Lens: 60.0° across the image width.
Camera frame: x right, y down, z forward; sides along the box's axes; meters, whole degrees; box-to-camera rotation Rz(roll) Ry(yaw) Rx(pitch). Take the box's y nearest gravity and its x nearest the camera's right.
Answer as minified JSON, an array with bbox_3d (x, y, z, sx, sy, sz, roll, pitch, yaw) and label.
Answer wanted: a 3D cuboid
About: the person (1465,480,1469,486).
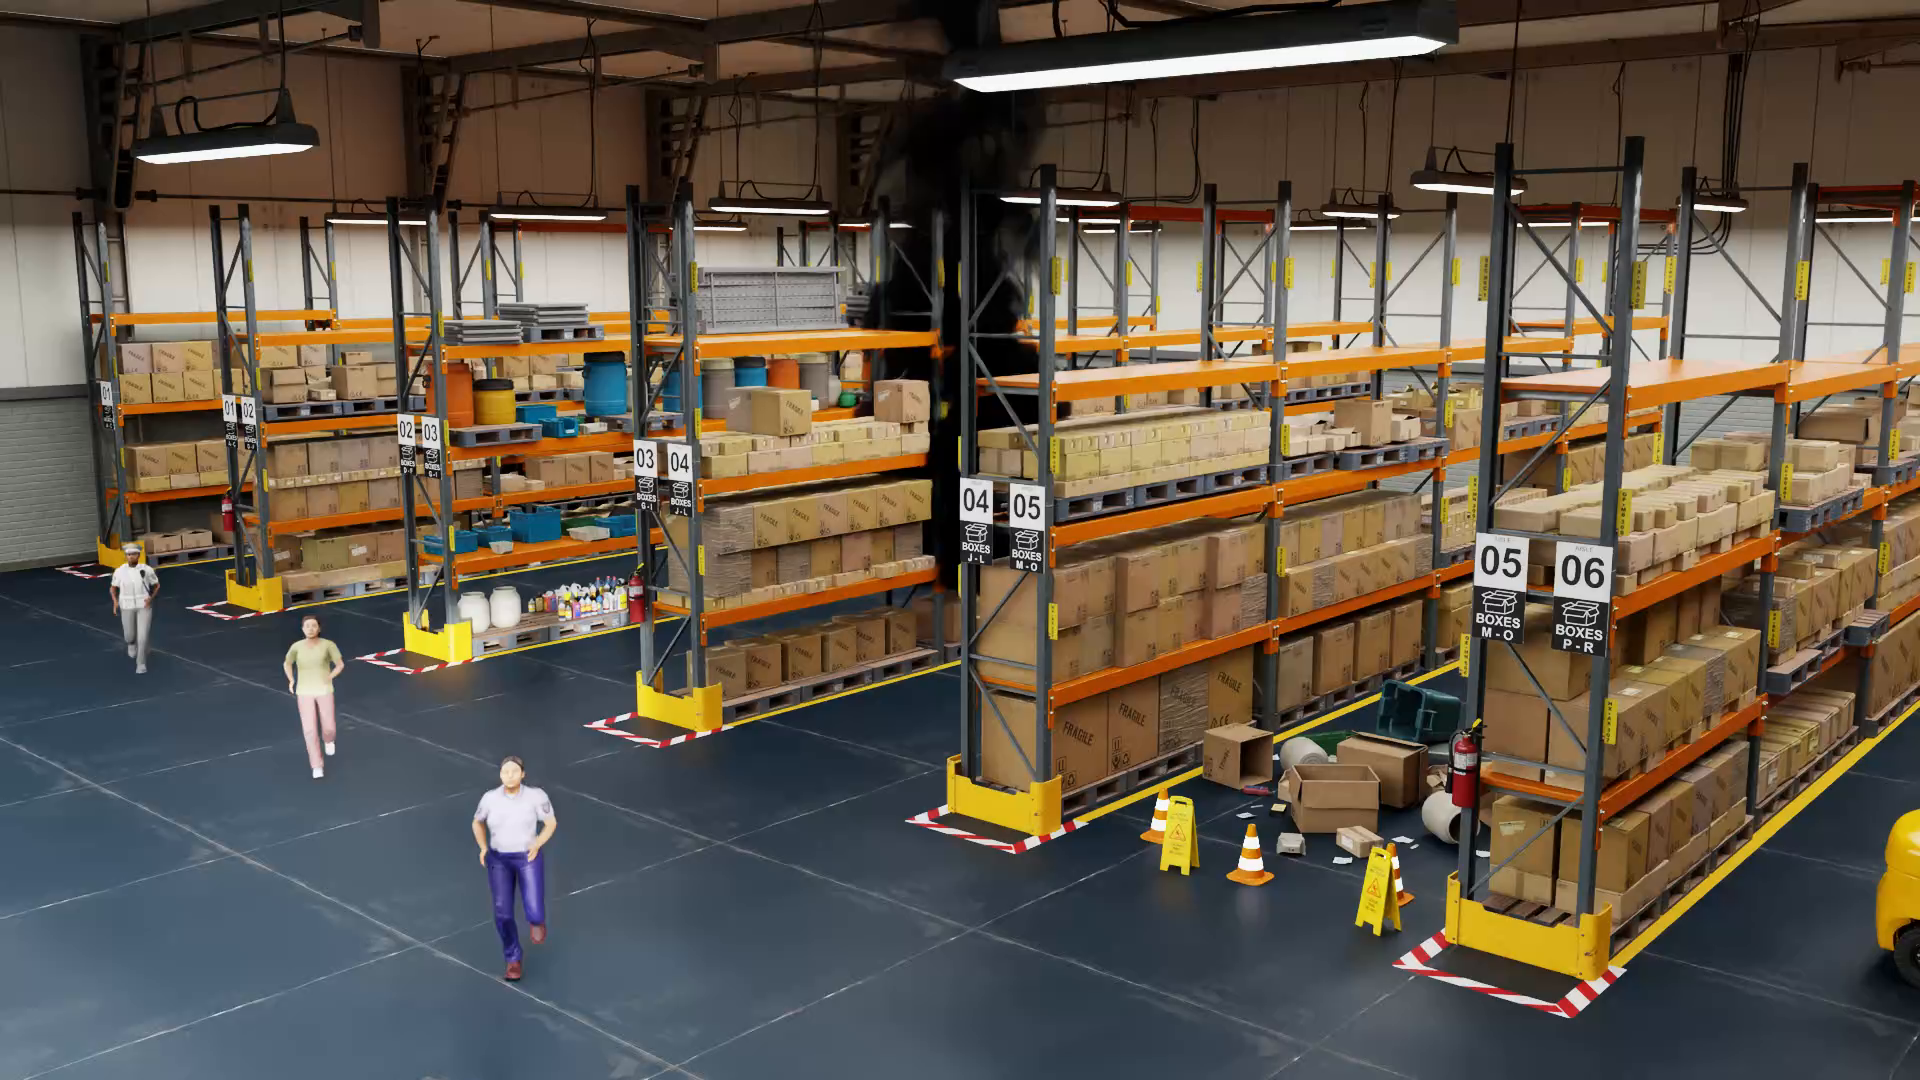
[{"bbox_3d":[8.351,-0.164,27.214,0.744,1.643,0.531,-9,13,-43],"label":"person"}]

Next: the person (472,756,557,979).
[{"bbox_3d":[-3.279,2.372,12.255,0.611,1.589,0.633,-1,10,-9],"label":"person"}]

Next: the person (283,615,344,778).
[{"bbox_3d":[-6.589,1.561,16.986,0.586,1.628,0.752,-3,10,-17],"label":"person"}]

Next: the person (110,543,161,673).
[{"bbox_3d":[-10.522,0.851,21.254,0.584,1.661,0.558,-4,10,-23],"label":"person"}]
